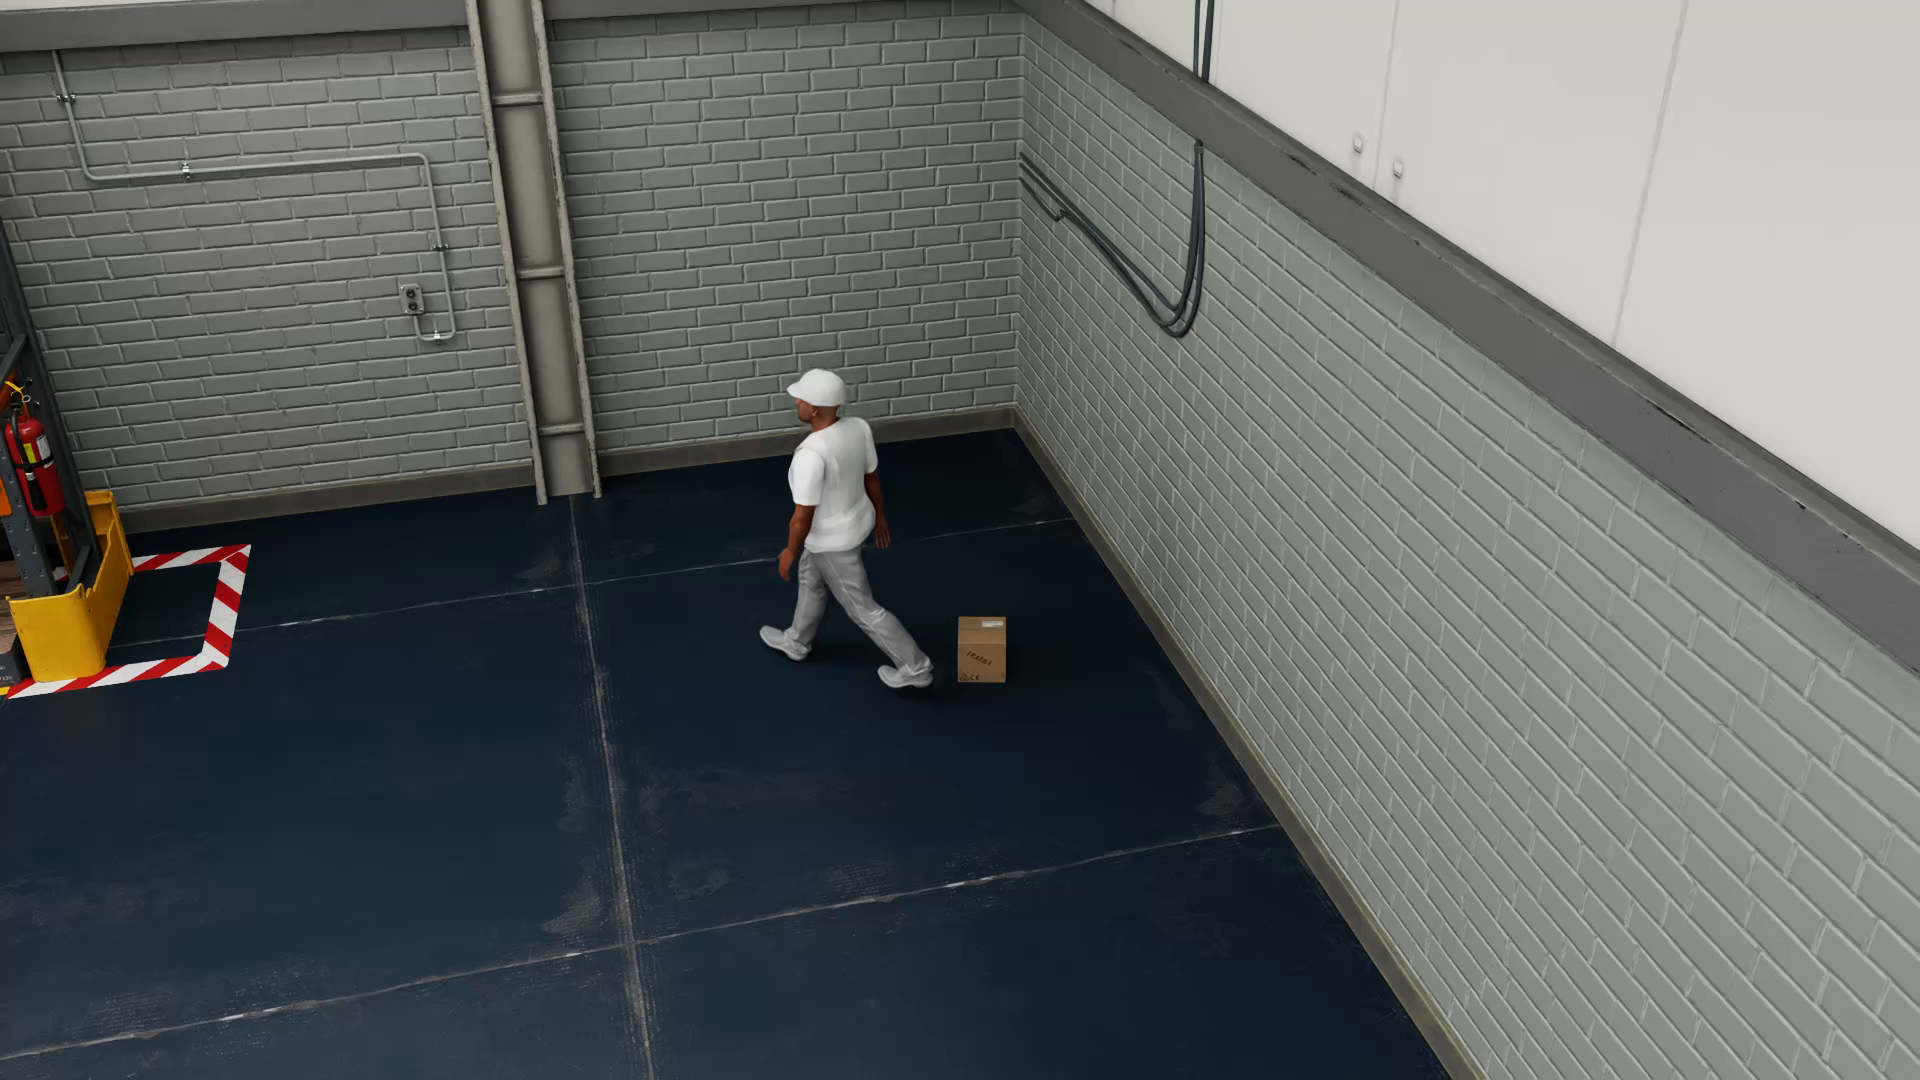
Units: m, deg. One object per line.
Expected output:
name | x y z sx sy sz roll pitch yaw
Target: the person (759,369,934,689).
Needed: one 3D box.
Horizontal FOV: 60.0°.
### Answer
person | -0.622 -0.036 8.302 1.064 1.720 0.599 11 32 19
